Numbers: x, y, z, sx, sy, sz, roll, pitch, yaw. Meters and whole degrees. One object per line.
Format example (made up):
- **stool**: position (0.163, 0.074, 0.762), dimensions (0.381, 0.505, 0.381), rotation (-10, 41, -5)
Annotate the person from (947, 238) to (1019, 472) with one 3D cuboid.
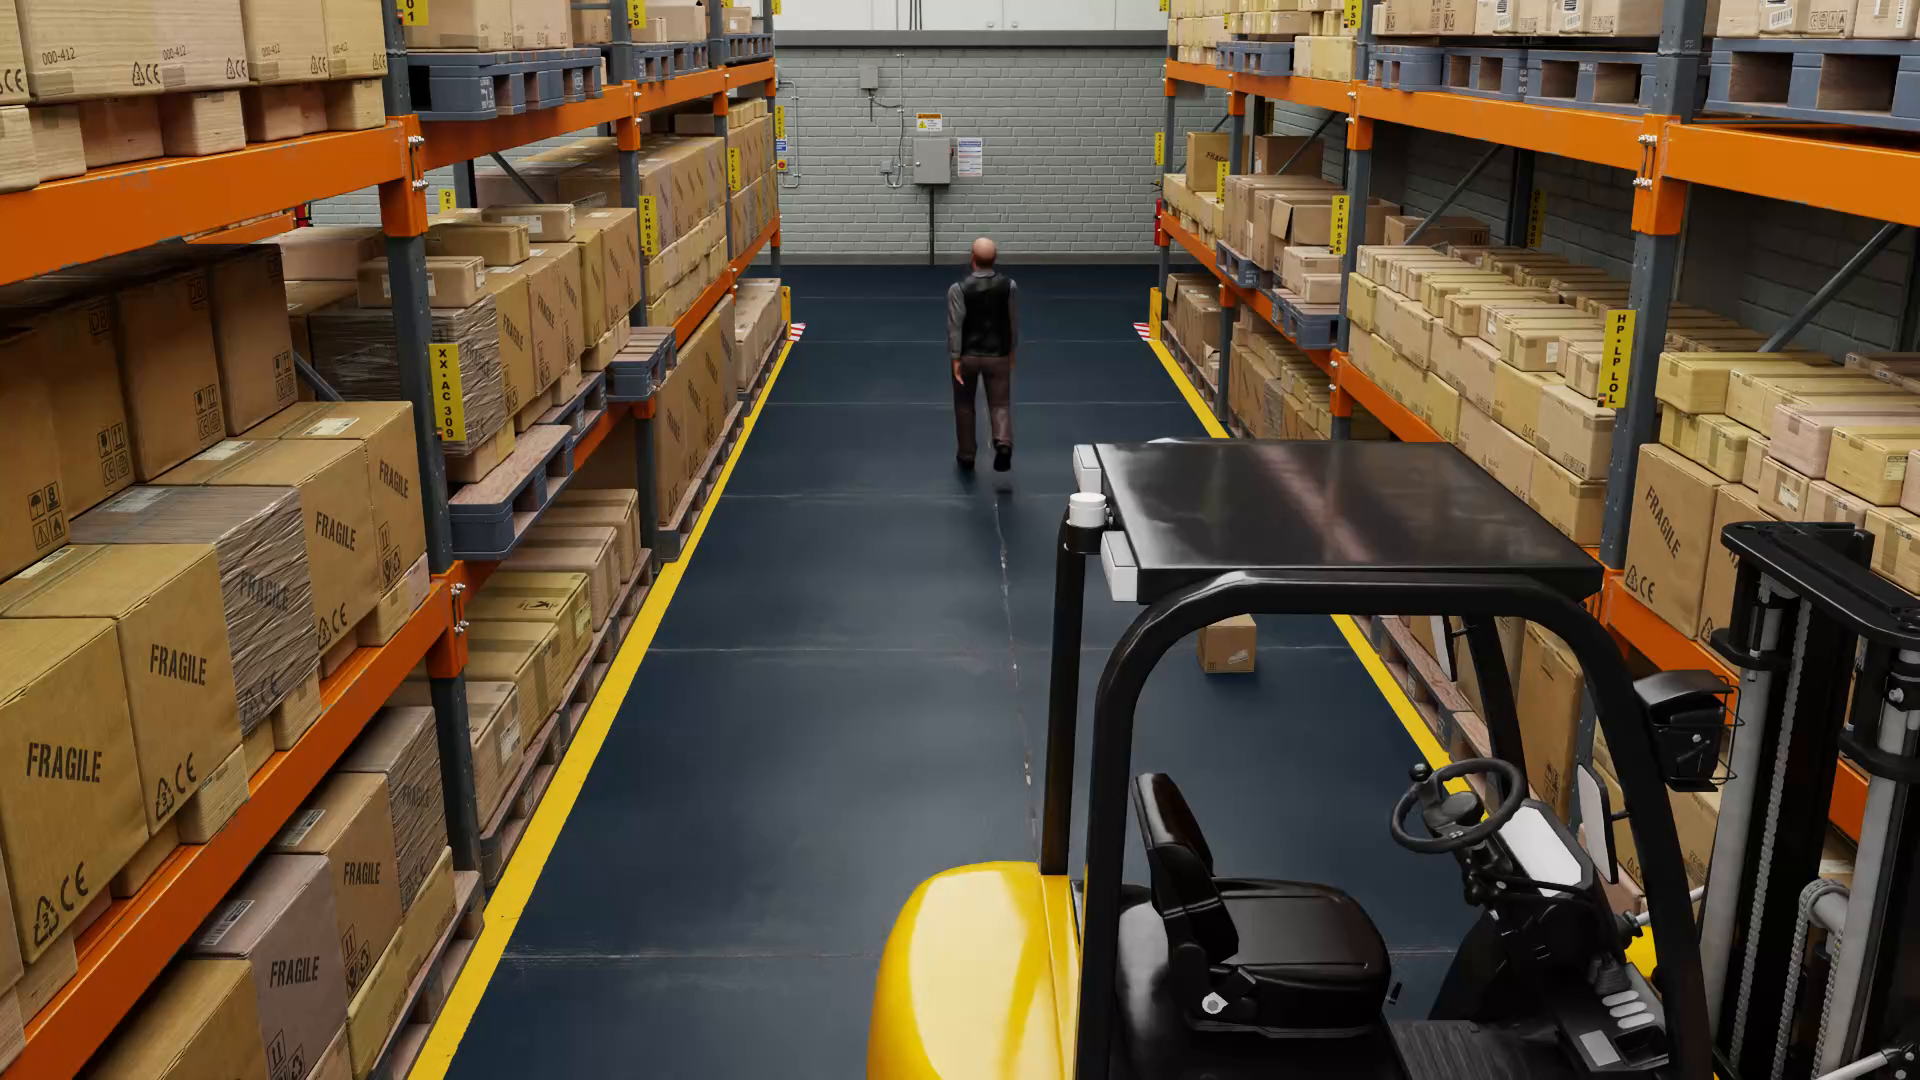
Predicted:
- **person**: position (0.170, -1.297, 11.818), dimensions (0.505, 1.691, 0.861), rotation (-2, 17, -7)
